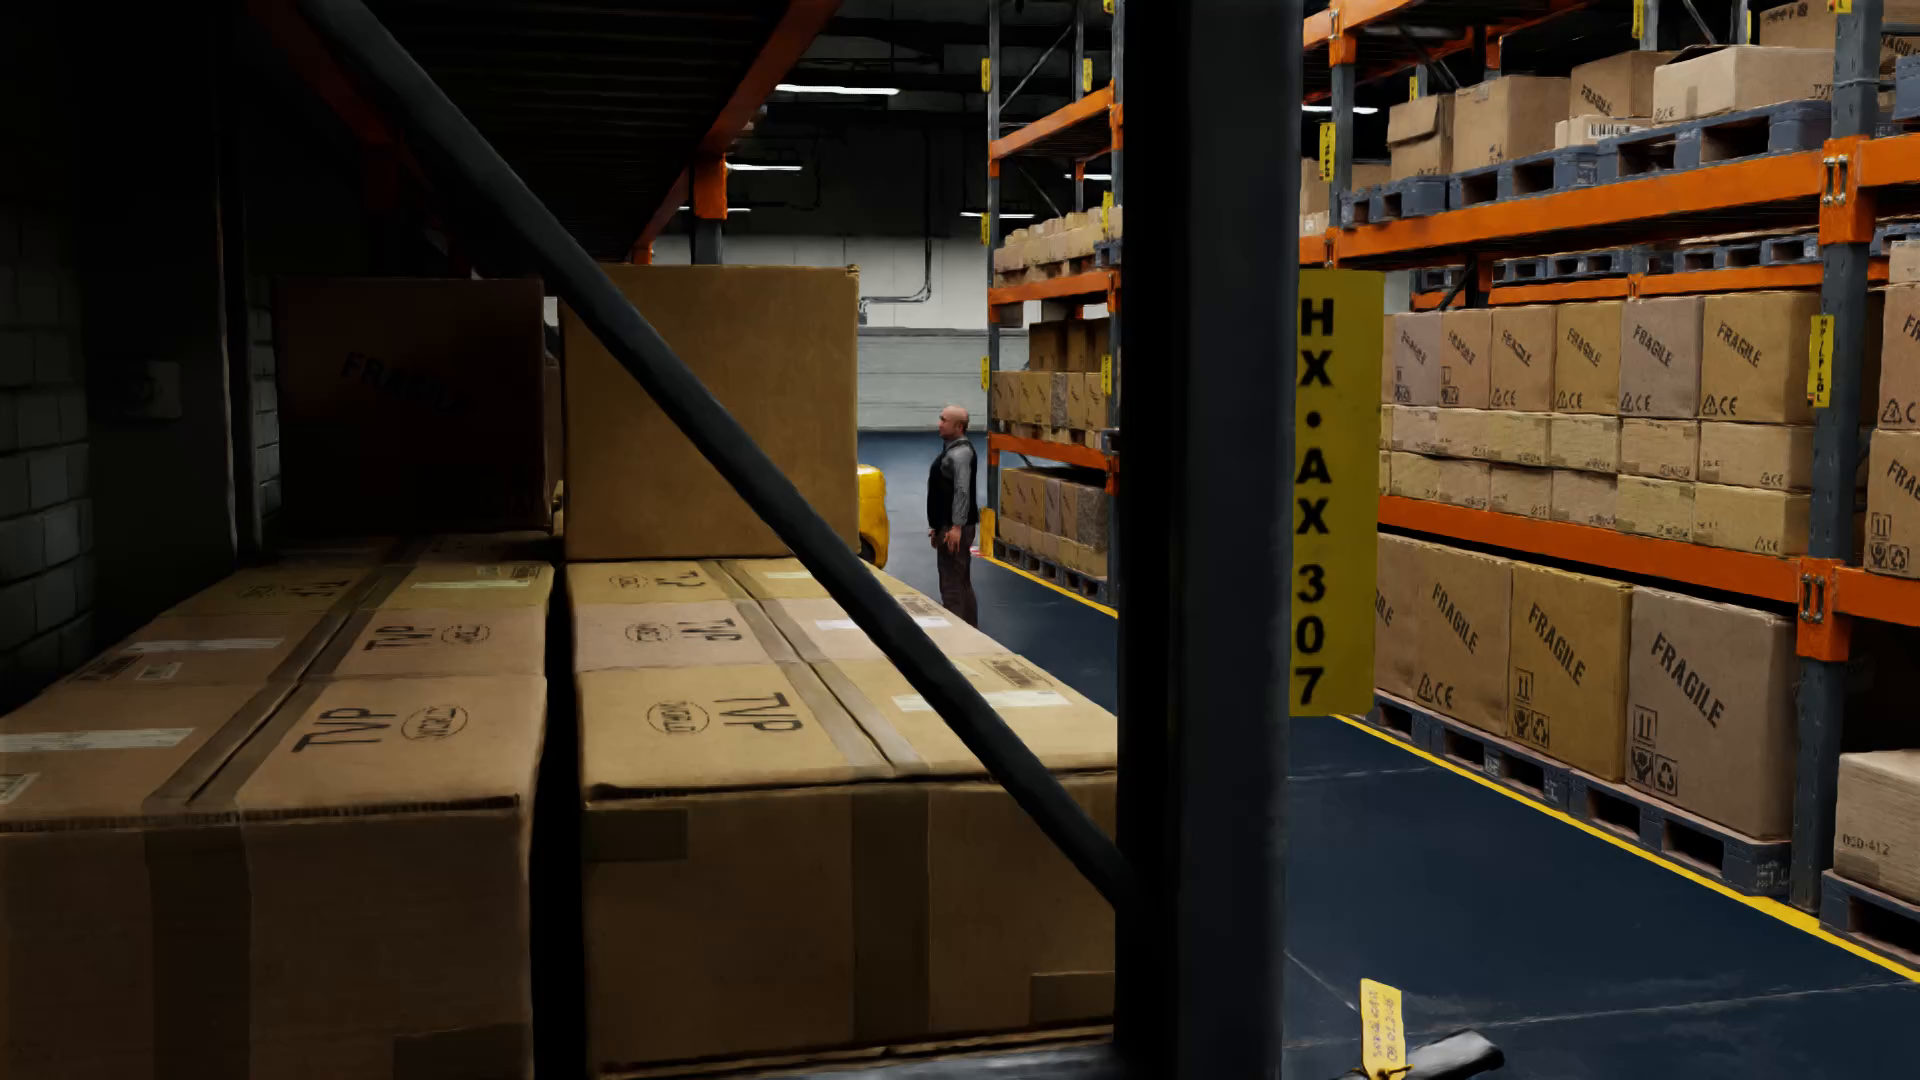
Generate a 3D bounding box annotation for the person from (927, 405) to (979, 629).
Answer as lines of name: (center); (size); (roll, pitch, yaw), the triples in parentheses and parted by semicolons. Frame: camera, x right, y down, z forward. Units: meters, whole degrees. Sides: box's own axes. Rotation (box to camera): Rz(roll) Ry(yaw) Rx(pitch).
person: (-0.051, -0.061, 11.415); (0.375, 1.727, 0.662); (0, 6, 1)
